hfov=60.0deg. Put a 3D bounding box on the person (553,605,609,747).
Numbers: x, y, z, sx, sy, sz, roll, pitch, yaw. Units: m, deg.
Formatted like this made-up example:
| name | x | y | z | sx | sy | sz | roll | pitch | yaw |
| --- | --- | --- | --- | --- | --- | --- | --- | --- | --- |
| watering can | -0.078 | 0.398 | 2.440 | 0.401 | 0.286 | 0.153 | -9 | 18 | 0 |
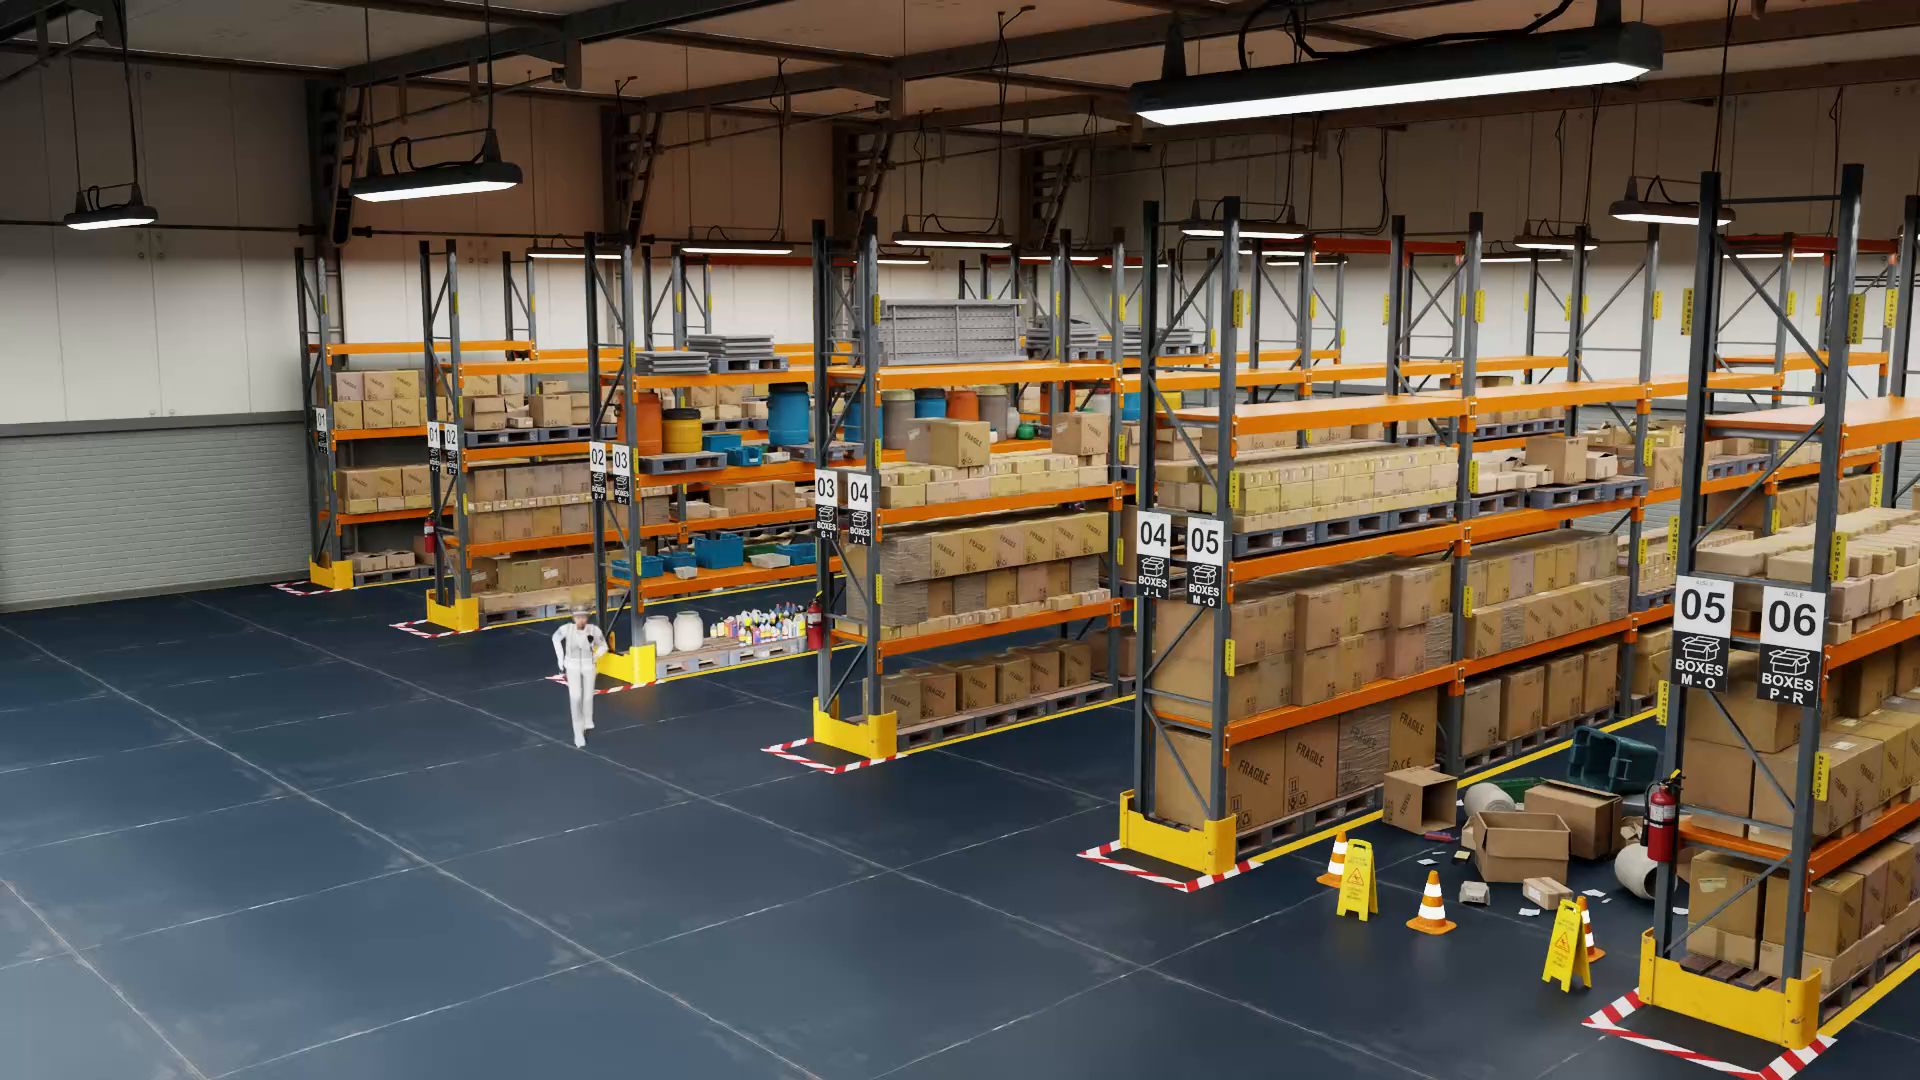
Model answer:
| name | x | y | z | sx | sy | sz | roll | pitch | yaw |
| --- | --- | --- | --- | --- | --- | --- | --- | --- | --- |
| person | -4.427 | 1.530 | 19.453 | 0.631 | 1.669 | 0.877 | -2 | 9 | -15 |
